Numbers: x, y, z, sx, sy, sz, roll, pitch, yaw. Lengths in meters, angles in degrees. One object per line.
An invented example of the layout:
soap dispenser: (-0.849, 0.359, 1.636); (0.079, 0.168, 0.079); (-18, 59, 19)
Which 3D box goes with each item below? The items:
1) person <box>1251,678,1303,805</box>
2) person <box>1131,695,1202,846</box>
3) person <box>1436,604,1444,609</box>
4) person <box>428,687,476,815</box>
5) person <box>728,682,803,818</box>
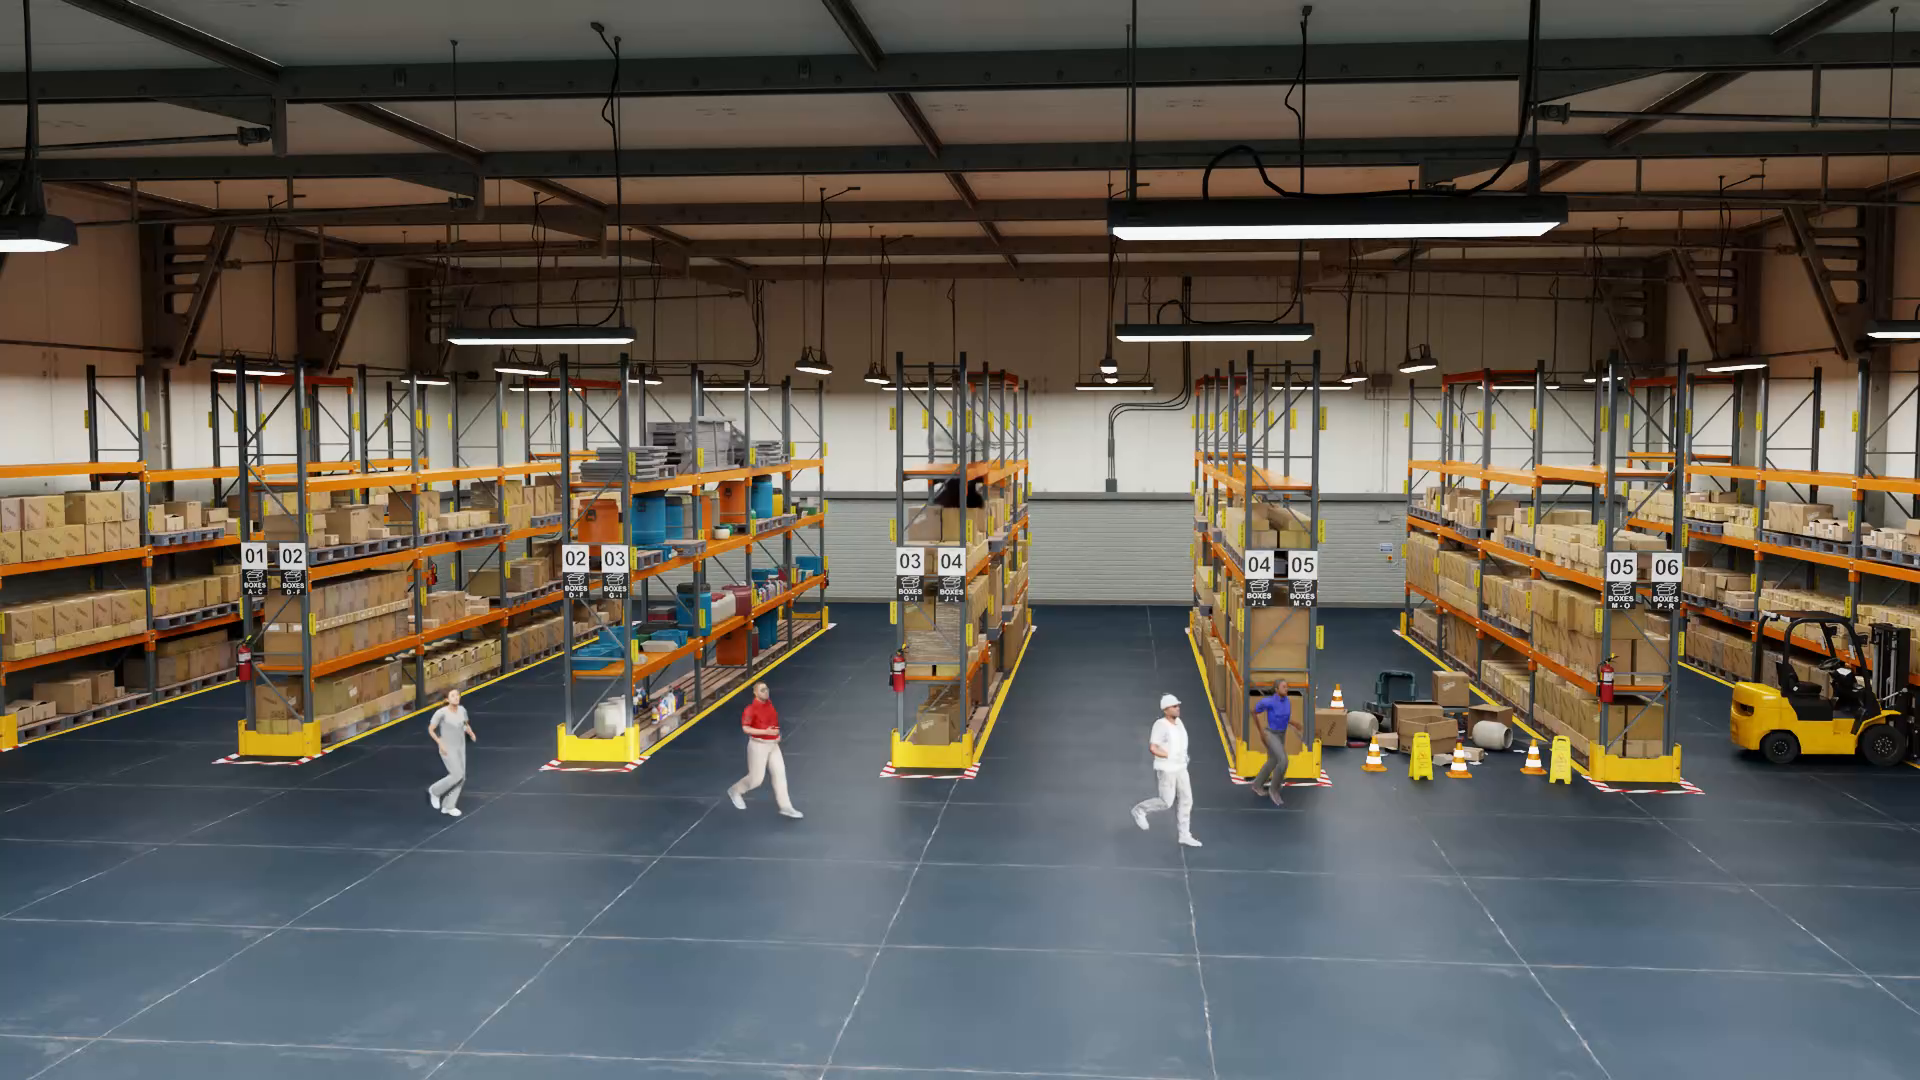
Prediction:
person: (4.153, 2.645, 21.915); (0.501, 1.679, 0.810); (-4, 6, -43)
person: (2.469, 2.718, 19.751); (0.922, 1.777, 0.687); (3, 5, 39)
person: (11.691, 1.312, 40.185); (0.545, 1.690, 0.886); (2, 5, 31)
person: (-6.459, 2.685, 21.213); (0.587, 1.637, 0.556); (3, 5, 33)
person: (-2.459, 2.635, 21.015); (1.073, 1.682, 0.676); (3, 5, 35)
